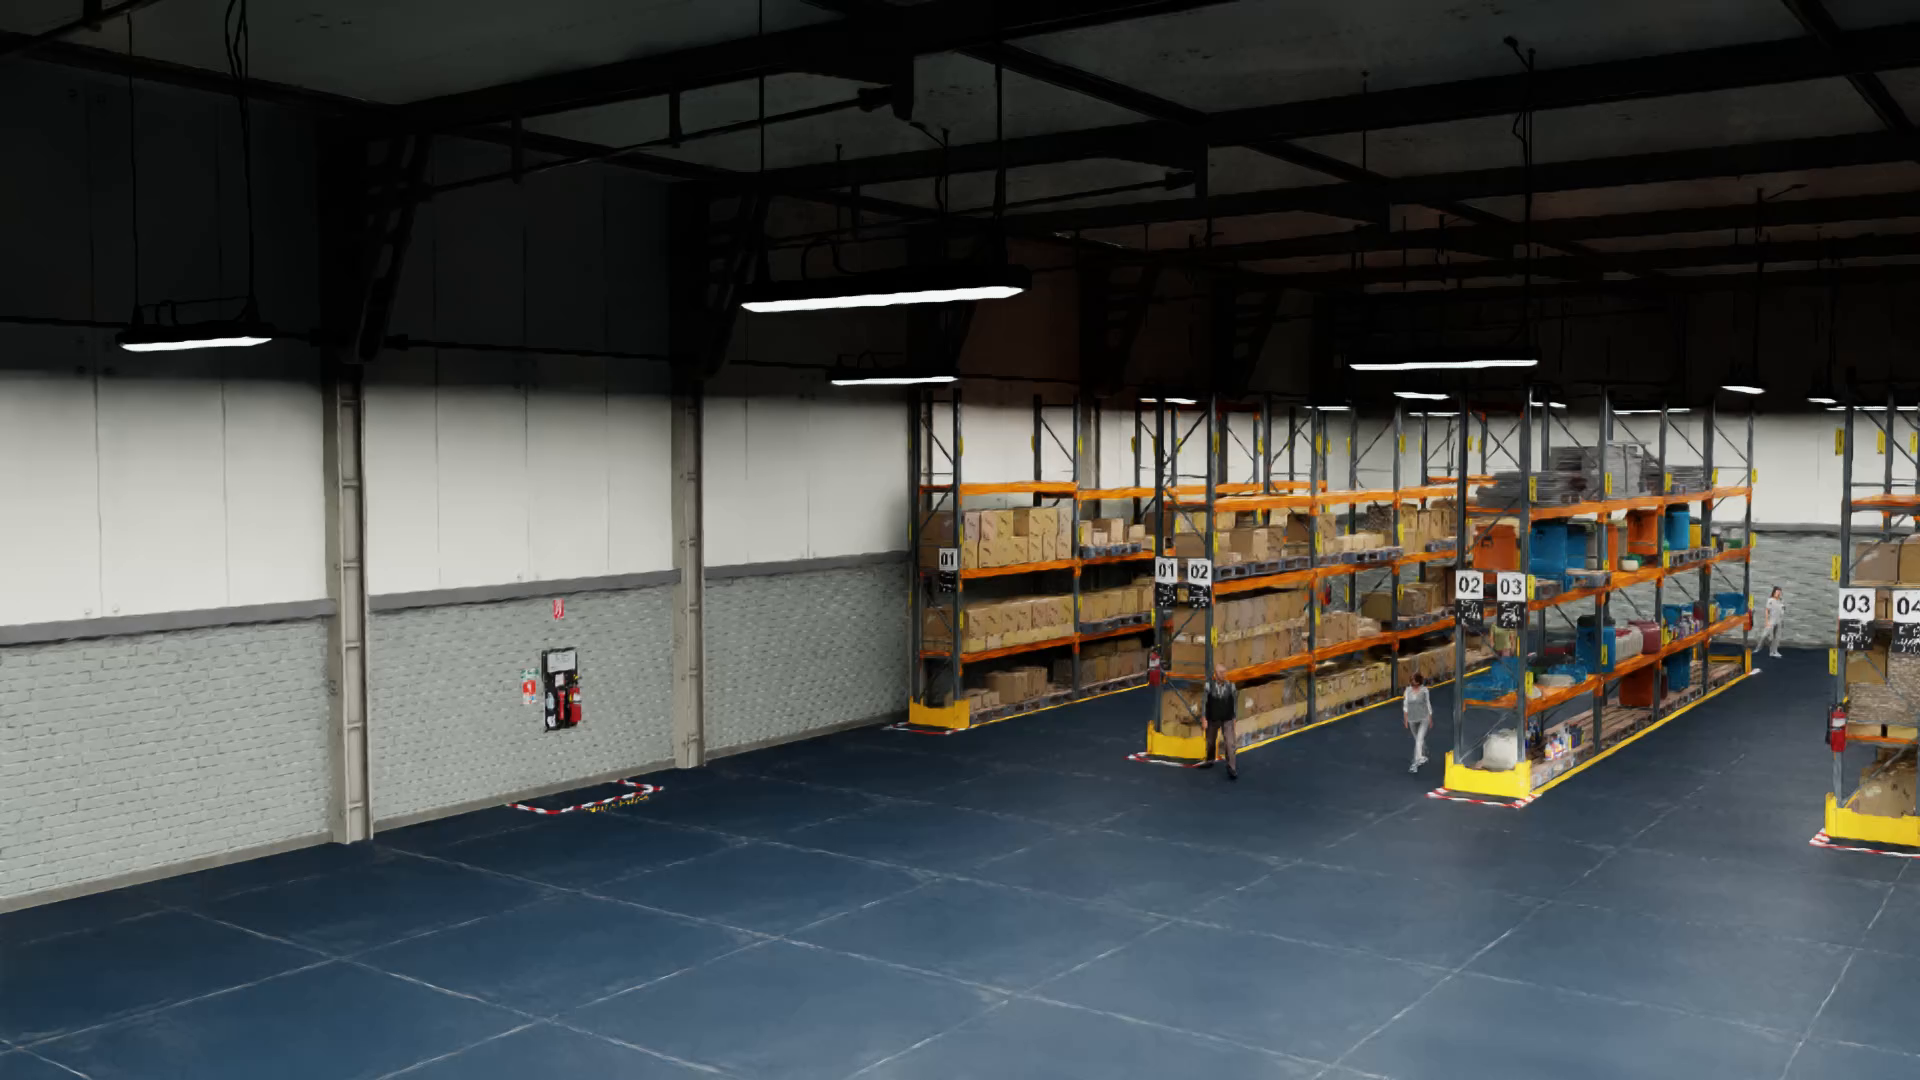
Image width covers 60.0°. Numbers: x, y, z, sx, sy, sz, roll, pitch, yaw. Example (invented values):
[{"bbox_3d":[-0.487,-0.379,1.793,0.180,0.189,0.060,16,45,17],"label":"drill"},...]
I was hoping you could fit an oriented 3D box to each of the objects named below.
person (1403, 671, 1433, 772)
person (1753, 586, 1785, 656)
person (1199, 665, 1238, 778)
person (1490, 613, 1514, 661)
[{"bbox_3d":[7.051,2.766,25.669,0.417,1.517,1.036,3,4,39],"label":"person"},{"bbox_3d":[19.209,1.923,39.475,0.643,1.664,0.497,0,3,-6],"label":"person"},{"bbox_3d":[3.913,2.723,25.160,0.588,1.695,0.930,1,3,9],"label":"person"},{"bbox_3d":[11.181,2.223,34.407,0.451,1.585,1.097,2,4,34],"label":"person"}]
